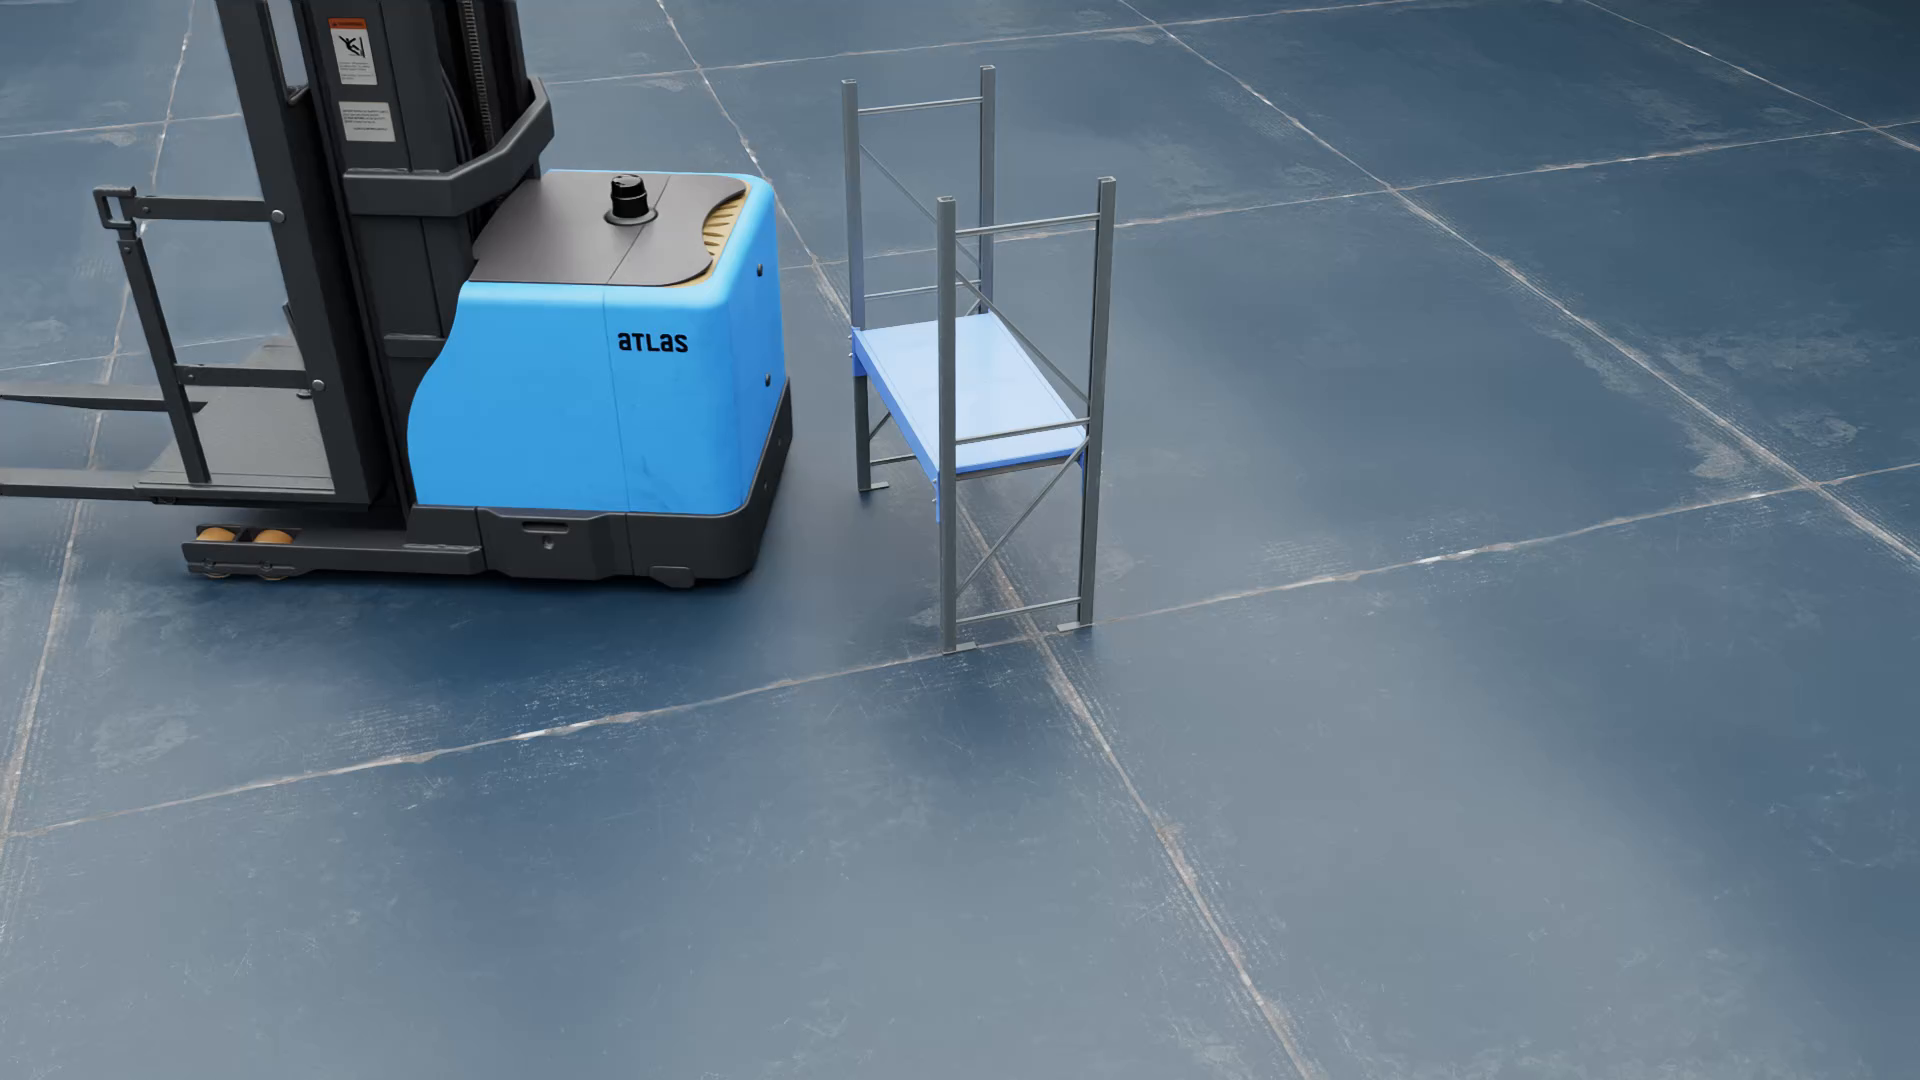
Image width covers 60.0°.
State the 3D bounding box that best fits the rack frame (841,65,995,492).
[{"bbox_3d":[-0.129,-0.848,5.673,0.500,1.500,0.032,-10,35,-15],"label":"rack frame"}]

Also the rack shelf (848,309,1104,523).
[{"bbox_3d":[0.026,-0.431,5.368,0.538,0.185,1.000,-10,35,-15],"label":"rack shelf"}]

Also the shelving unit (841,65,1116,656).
[{"bbox_3d":[0.026,-0.581,5.269,0.538,1.500,1.048,-10,35,-15],"label":"shelving unit"}]

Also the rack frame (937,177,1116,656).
[{"bbox_3d":[0.181,-0.314,4.865,0.500,1.500,0.032,-10,35,-15],"label":"rack frame"}]

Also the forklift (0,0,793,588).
[{"bbox_3d":[-2.164,-1.377,5.175,3.031,2.935,1.130,2,34,3],"label":"forklift"}]
